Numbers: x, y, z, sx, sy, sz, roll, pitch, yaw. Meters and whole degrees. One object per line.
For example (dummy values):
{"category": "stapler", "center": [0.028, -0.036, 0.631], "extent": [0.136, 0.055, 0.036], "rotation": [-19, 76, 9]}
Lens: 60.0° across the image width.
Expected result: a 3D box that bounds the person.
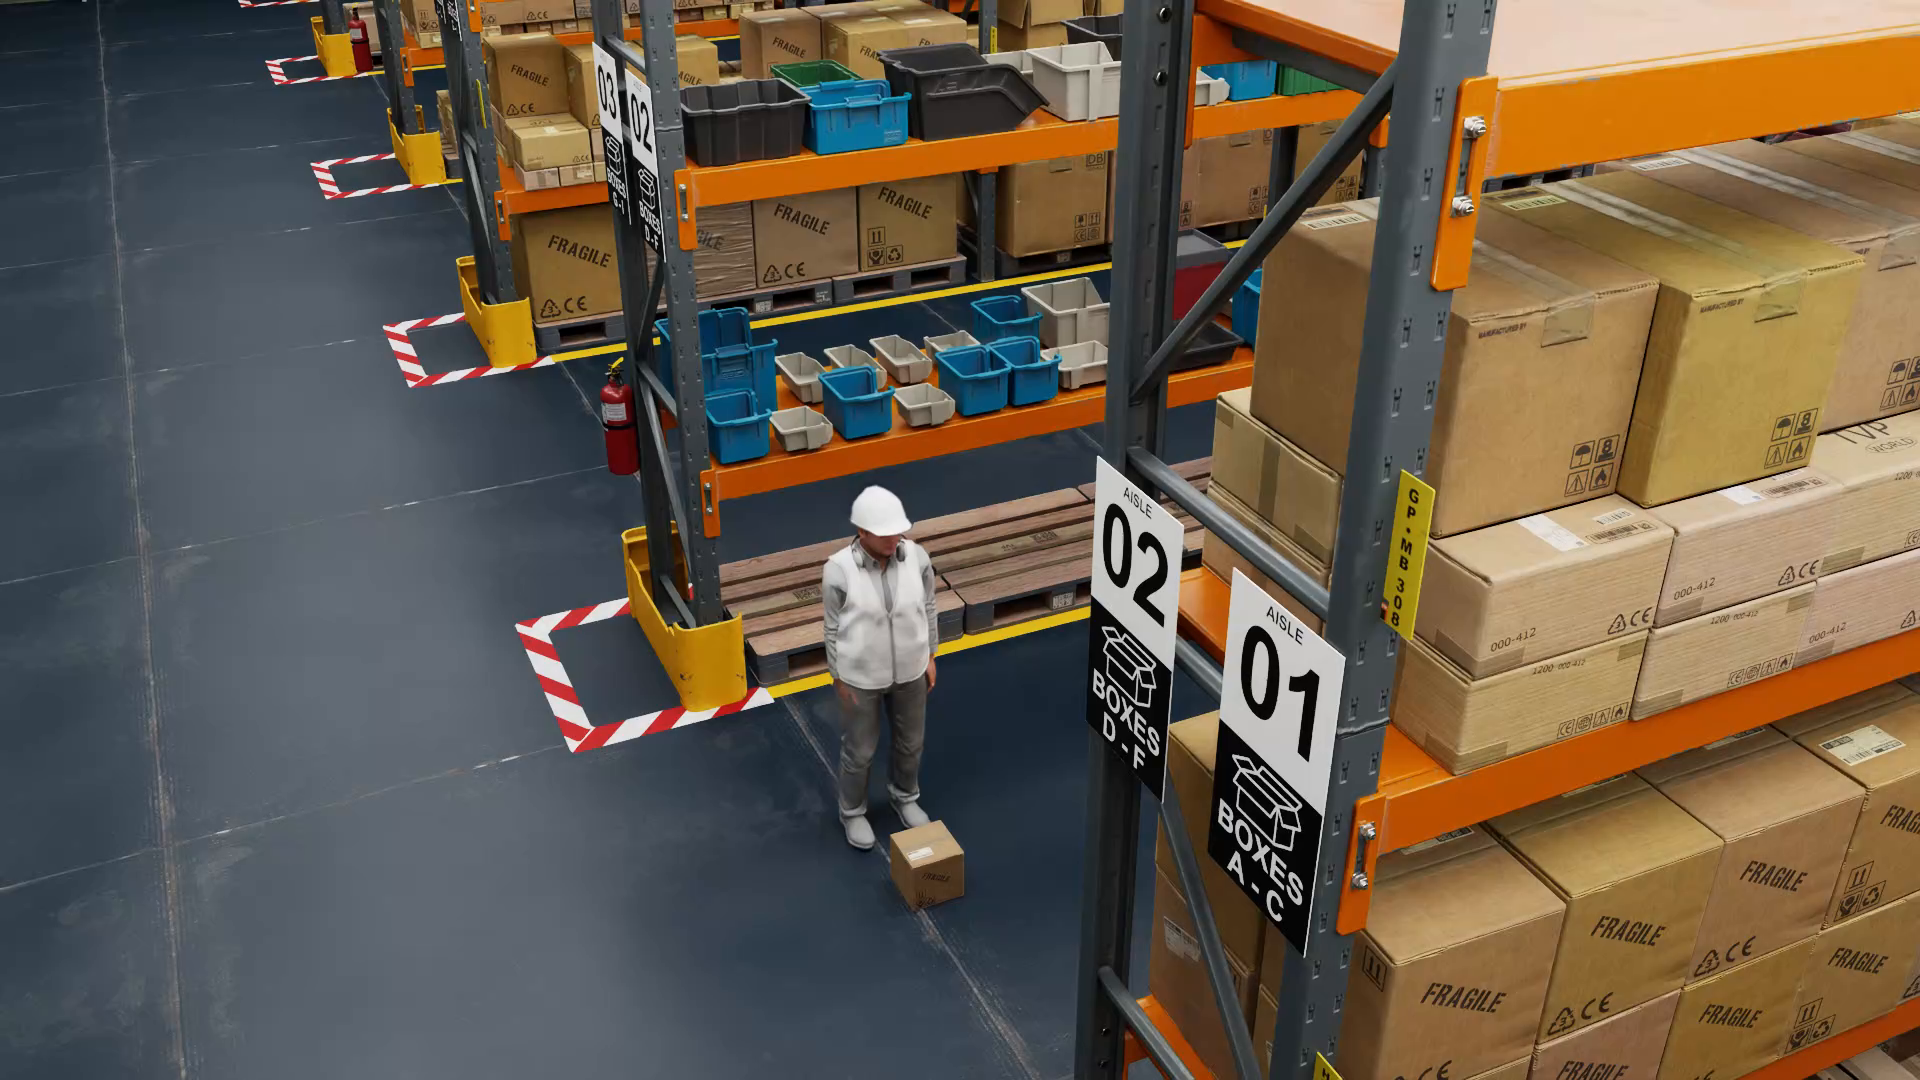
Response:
{"category": "person", "center": [-0.338, 0.566, 7.426], "extent": [0.532, 1.767, 0.360], "rotation": [-12, 31, -21]}
